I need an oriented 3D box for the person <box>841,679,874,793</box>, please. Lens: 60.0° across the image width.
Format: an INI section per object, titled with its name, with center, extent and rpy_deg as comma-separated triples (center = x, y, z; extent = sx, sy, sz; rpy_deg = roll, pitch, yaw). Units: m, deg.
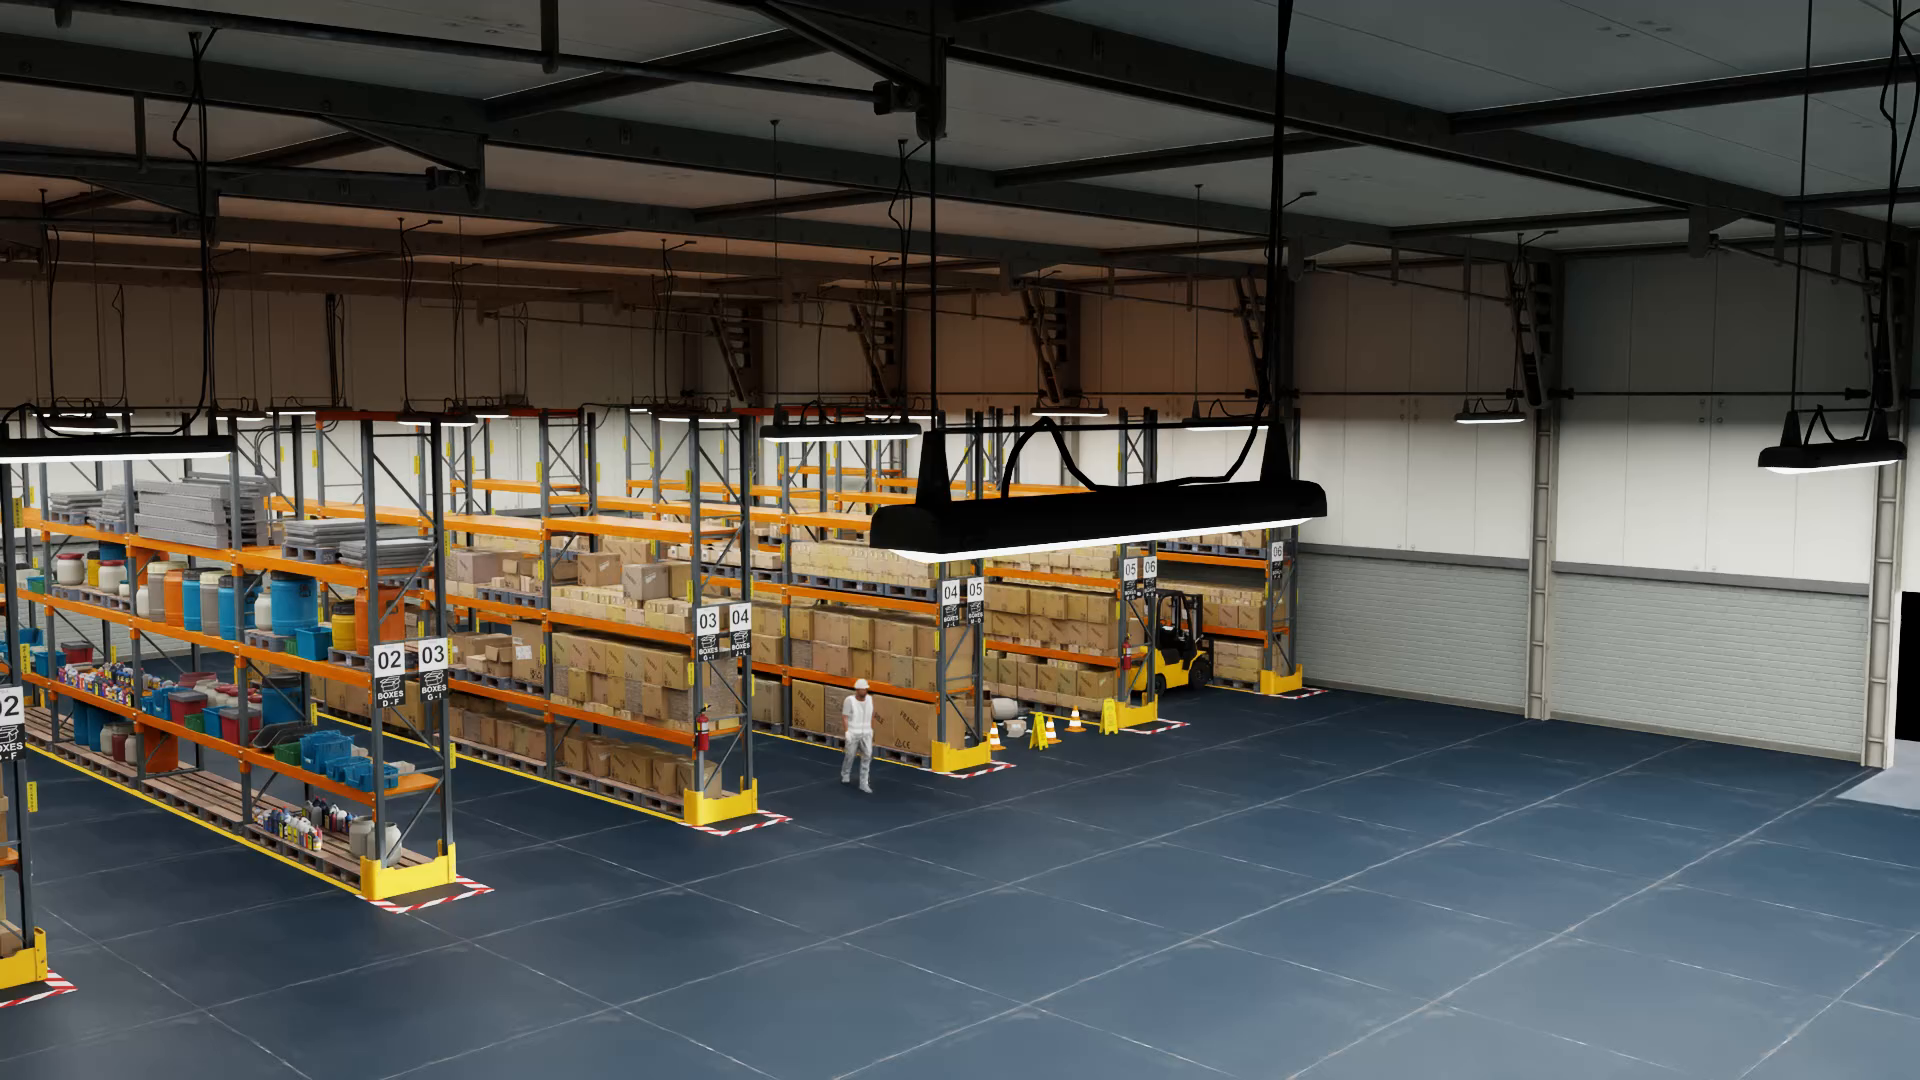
[person]
center = -1.615, 3.104, 26.643
extent = 0.645, 1.767, 0.841
rpy_deg = -3, 6, -33
